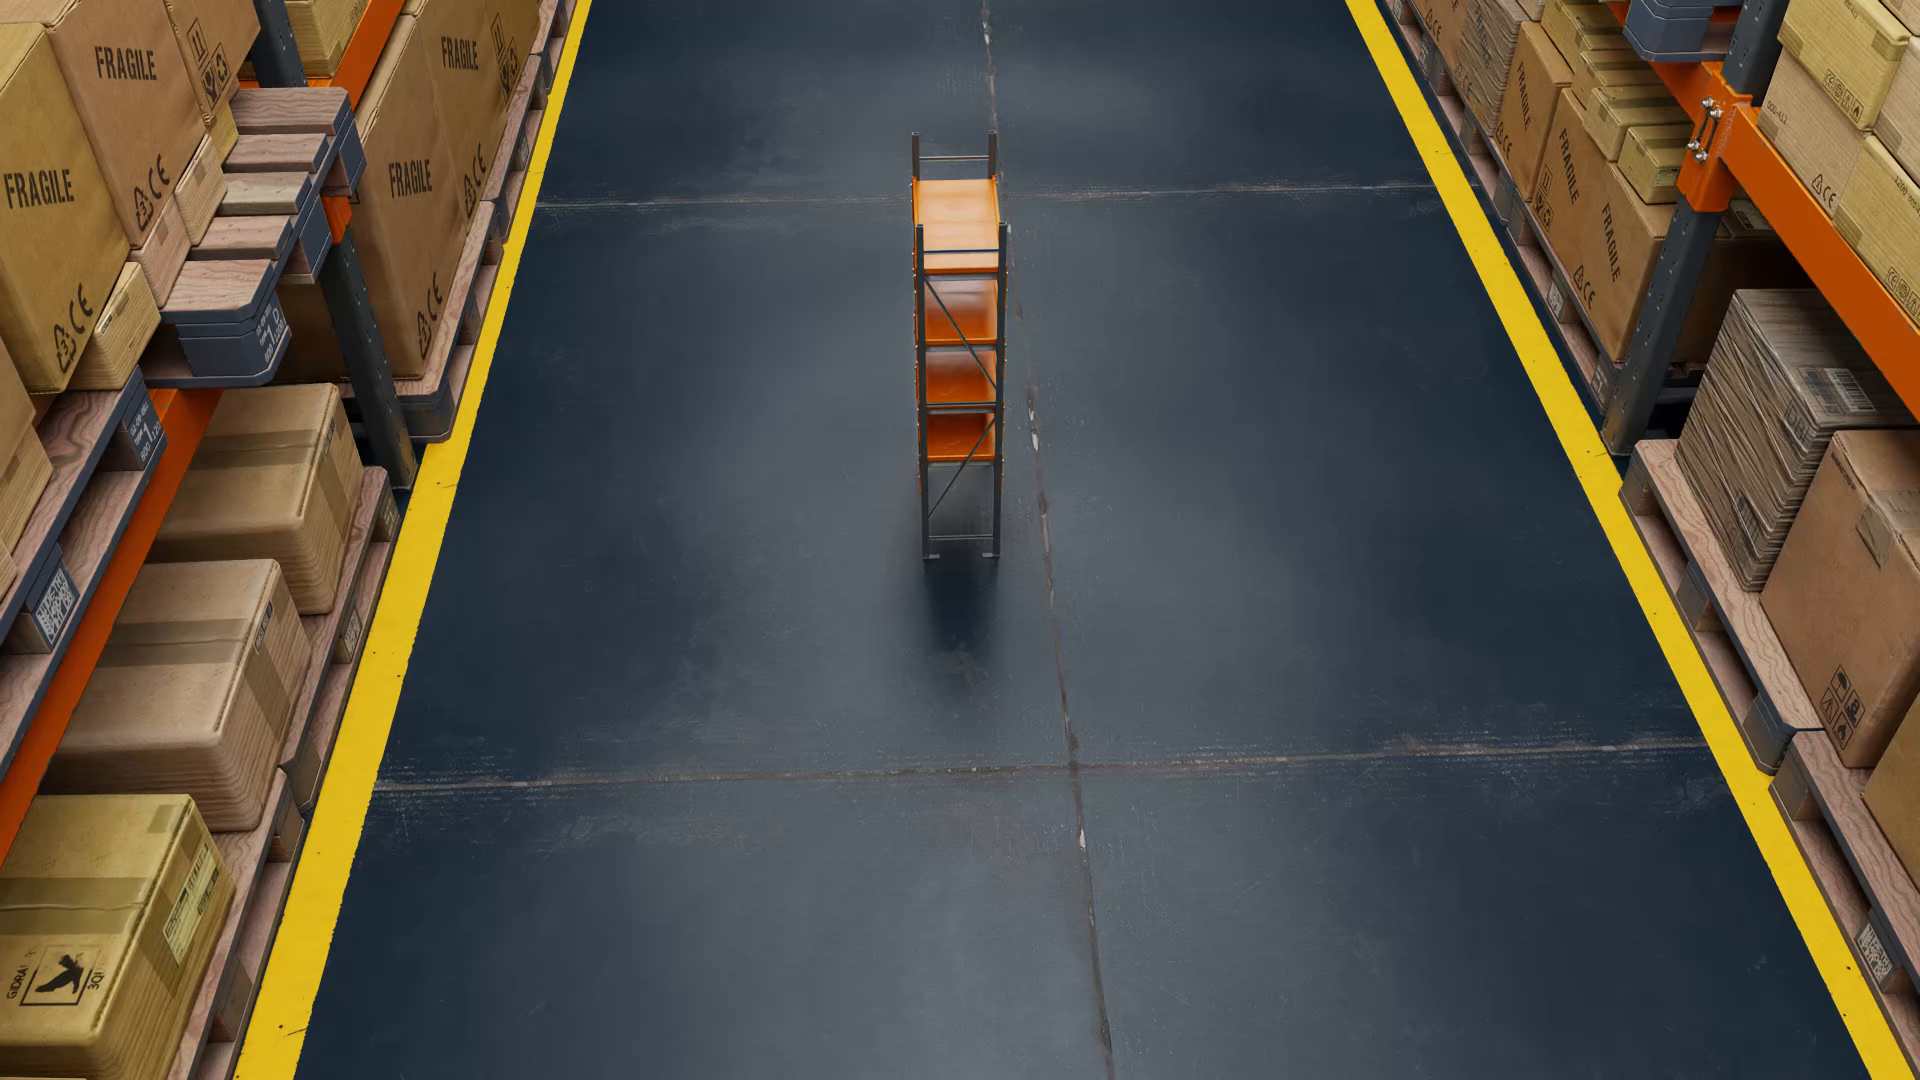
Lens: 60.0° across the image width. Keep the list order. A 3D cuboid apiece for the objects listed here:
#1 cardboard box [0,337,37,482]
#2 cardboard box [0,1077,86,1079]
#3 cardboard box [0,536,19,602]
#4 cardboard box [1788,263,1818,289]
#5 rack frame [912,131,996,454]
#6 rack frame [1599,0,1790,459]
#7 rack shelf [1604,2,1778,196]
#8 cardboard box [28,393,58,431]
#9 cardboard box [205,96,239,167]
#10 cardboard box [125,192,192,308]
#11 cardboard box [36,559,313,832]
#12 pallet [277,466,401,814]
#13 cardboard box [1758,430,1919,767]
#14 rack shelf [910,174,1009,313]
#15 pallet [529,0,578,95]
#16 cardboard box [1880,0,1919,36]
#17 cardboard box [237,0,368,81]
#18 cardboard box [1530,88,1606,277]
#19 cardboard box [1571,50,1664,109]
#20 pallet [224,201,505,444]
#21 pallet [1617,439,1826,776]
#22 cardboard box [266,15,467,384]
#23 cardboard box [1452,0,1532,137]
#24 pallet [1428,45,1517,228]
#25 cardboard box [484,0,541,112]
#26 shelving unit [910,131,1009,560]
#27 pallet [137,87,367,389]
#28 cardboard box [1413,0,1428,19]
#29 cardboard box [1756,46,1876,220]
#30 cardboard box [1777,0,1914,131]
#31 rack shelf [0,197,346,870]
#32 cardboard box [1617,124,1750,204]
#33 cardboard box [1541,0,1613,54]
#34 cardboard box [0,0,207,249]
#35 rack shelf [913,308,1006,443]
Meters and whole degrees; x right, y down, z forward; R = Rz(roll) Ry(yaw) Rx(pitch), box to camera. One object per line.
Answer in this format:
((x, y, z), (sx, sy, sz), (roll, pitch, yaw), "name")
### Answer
((-1.916, -0.234, 2.680), (0.500, 0.500, 0.500), (-3, 43, -4), "cardboard box")
((-2.180, 1.385, 3.153), (0.950, 0.372, 0.625), (1, 43, 1), "cardboard box")
((-1.856, 0.086, 2.812), (0.380, 0.149, 0.250), (0, 43, 0), "cardboard box")
((2.930, -0.960, 5.617), (0.500, 0.500, 0.500), (0, 43, 0), "cardboard box")
((-0.017, -0.719, 5.146), (0.240, 1.200, 0.015), (-2, 43, -2), "rack frame")
((2.668, -1.434, 4.595), (1.000, 3.000, 0.127), (-2, 43, -2), "rack frame")
((2.583, -2.519, 6.311), (1.077, 0.370, 4.000), (-2, 43, -2), "rack shelf")
((-1.990, -0.261, 3.190), (0.380, 0.149, 0.250), (-1, 43, -1), "cardboard box")
((-1.958, -0.958, 3.951), (0.380, 0.149, 0.250), (-1, 43, -1), "cardboard box")
((-1.900, -0.619, 3.581), (0.380, 0.149, 0.250), (-4, 43, -4), "cardboard box")
((-2.237, 0.404, 4.223), (0.950, 0.372, 0.625), (-2, 43, -3), "cardboard box")
((-2.259, 0.266, 4.804), (1.003, 0.211, 1.213), (-2, 43, -2), "pallet")
((2.717, 0.148, 4.315), (0.875, 0.625, 0.625), (0, 43, 0), "cardboard box")
((-0.007, -0.844, 4.701), (0.258, 0.148, 0.480), (-2, 43, -2), "rack shelf")
((-2.353, -2.443, 7.759), (1.003, 0.211, 1.213), (-2, 43, -2), "pallet")
((2.400, -1.307, 3.902), (0.380, 0.149, 0.250), (-1, 43, -1), "cardboard box")
((-2.060, -1.572, 4.856), (0.500, 0.250, 0.500), (-2, 43, -3), "cardboard box")
((2.425, -1.285, 5.971), (0.500, 0.500, 0.500), (-2, 43, -2), "cardboard box")
((2.385, -1.595, 5.830), (0.380, 0.149, 0.250), (-3, 43, -3), "cardboard box")
((-2.249, -0.796, 5.962), (1.003, 0.211, 1.213), (-2, 43, -2), "pallet")
((2.664, 0.150, 4.930), (1.003, 0.211, 1.213), (-2, 43, -2), "pallet")
((-2.237, -1.130, 5.524), (0.875, 0.875, 0.875), (-2, 43, -2), "cardboard box")
((2.359, -1.989, 6.739), (0.500, 0.500, 0.500), (-3, 43, -3), "cardboard box")
((2.625, -1.733, 6.985), (1.003, 0.211, 1.213), (-2, 43, -2), "pallet")
((-2.308, -2.336, 6.840), (0.875, 0.875, 0.875), (-1, 43, -1), "cardboard box")
((-0.007, -0.554, 4.967), (0.258, 1.200, 0.503), (-2, 43, -2), "shelving unit")
((-2.154, -0.741, 3.980), (1.213, 0.211, 1.003), (-2, 43, -2), "pallet")
((2.327, -2.676, 7.489), (0.500, 0.500, 0.500), (-2, 43, -2), "cardboard box")
((2.443, -1.073, 4.311), (0.500, 0.250, 0.500), (-1, 43, -2), "cardboard box")
((2.418, -1.256, 4.142), (0.500, 0.250, 0.500), (-2, 43, -2), "cardboard box")
((-2.206, 0.326, 3.207), (1.077, 0.370, 4.000), (-2, 43, -2), "rack shelf")
((2.394, -1.233, 5.434), (0.380, 0.149, 0.250), (-4, 43, -4), "cardboard box")
((2.408, -1.943, 6.209), (0.380, 0.149, 0.250), (-2, 43, -2), "cardboard box")
((-1.961, -0.943, 3.454), (0.500, 0.500, 0.500), (-2, 43, -2), "cardboard box")
((-0.007, -0.504, 5.012), (0.258, 0.148, 0.480), (-2, 43, -2), "rack shelf")
